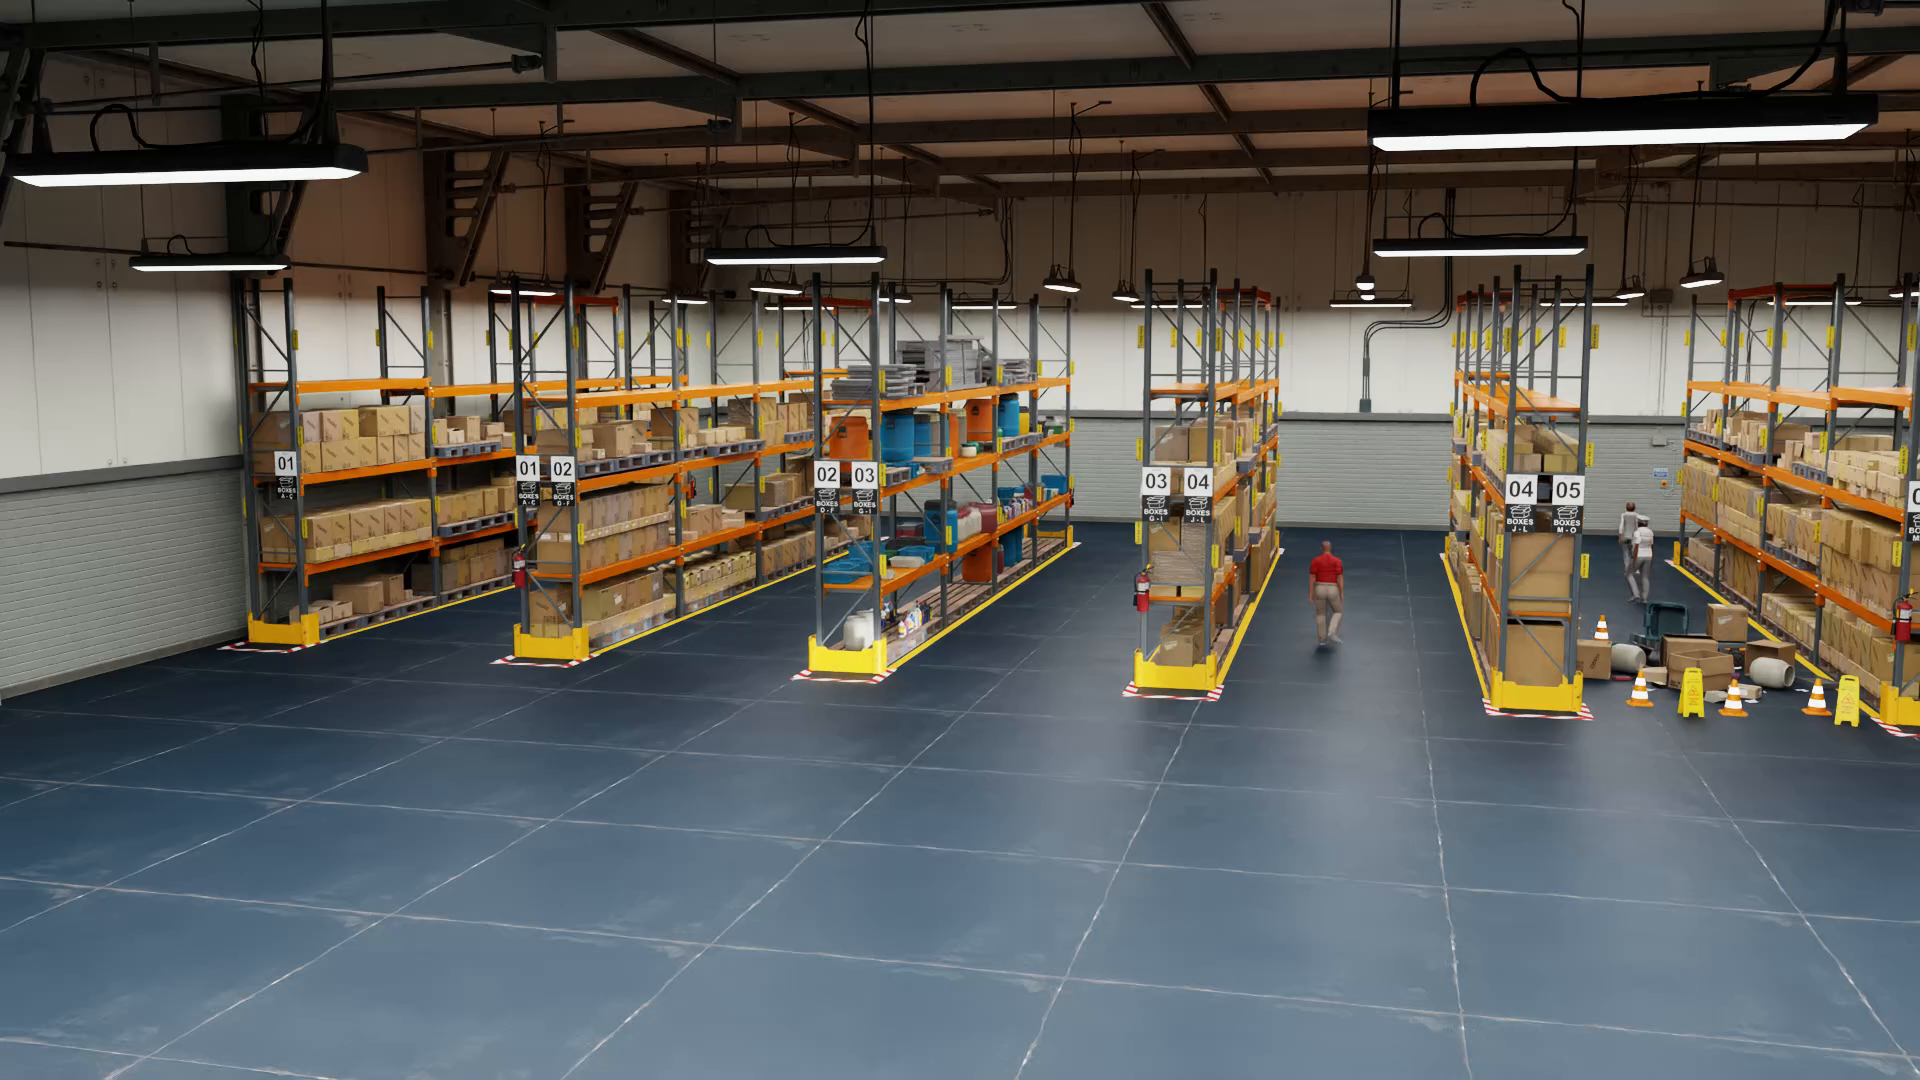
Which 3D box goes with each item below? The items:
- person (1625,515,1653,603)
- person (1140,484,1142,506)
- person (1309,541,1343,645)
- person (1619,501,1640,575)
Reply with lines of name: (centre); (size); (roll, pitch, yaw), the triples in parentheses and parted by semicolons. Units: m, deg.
person: (13.021, 0.376, 31.781); (0.488, 1.680, 0.418); (-2, 7, -14)
person: (5.004, -1.048, 43.214); (0.656, 1.716, 1.155); (1, 7, 10)
person: (6.021, 0.880, 27.309); (0.586, 1.724, 0.532); (2, 7, 18)
person: (14.256, -0.021, 35.371); (0.459, 1.595, 0.458); (2, 7, 18)
